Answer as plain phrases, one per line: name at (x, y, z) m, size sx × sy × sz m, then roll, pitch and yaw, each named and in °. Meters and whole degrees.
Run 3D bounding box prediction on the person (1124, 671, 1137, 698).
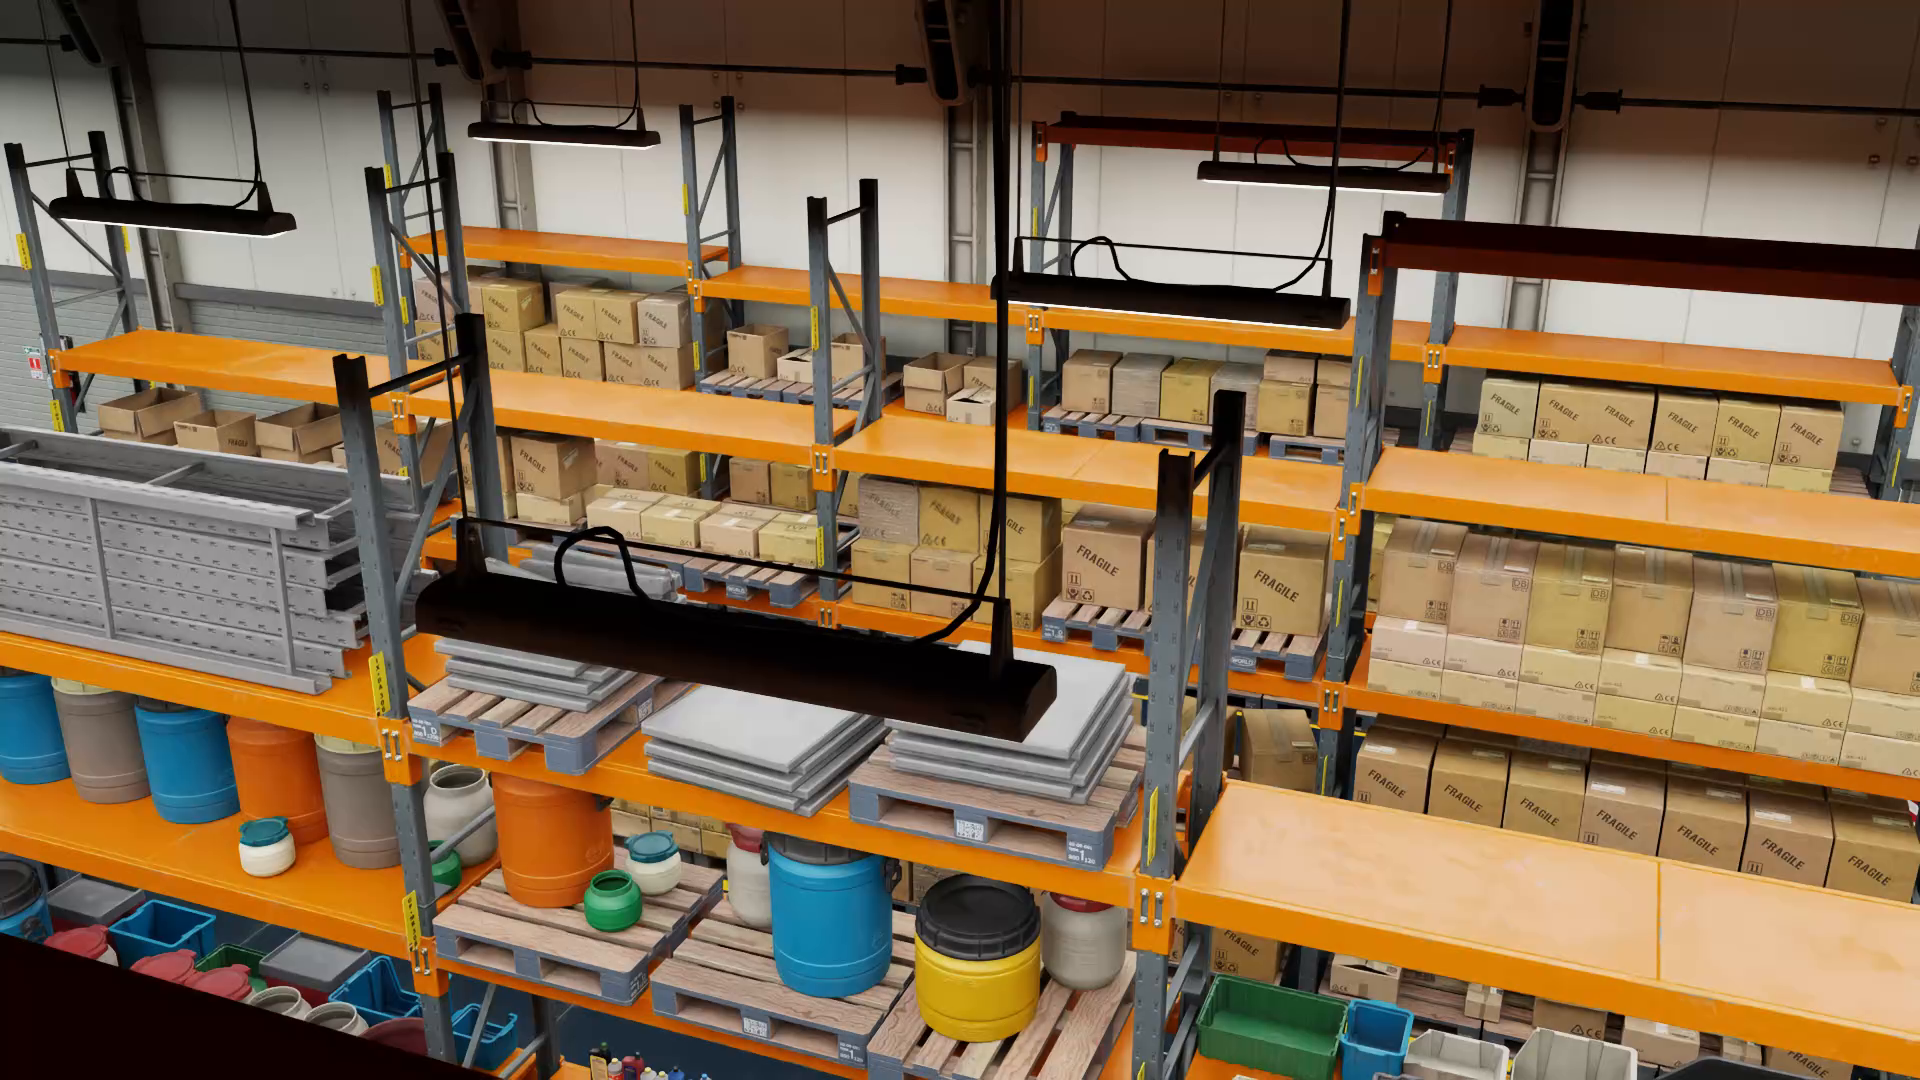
person at (1.570, 1.416, 16.282) m, size 0.769 × 1.818 × 0.733 m, roll 6°, pitch 22°, yaw 15°
